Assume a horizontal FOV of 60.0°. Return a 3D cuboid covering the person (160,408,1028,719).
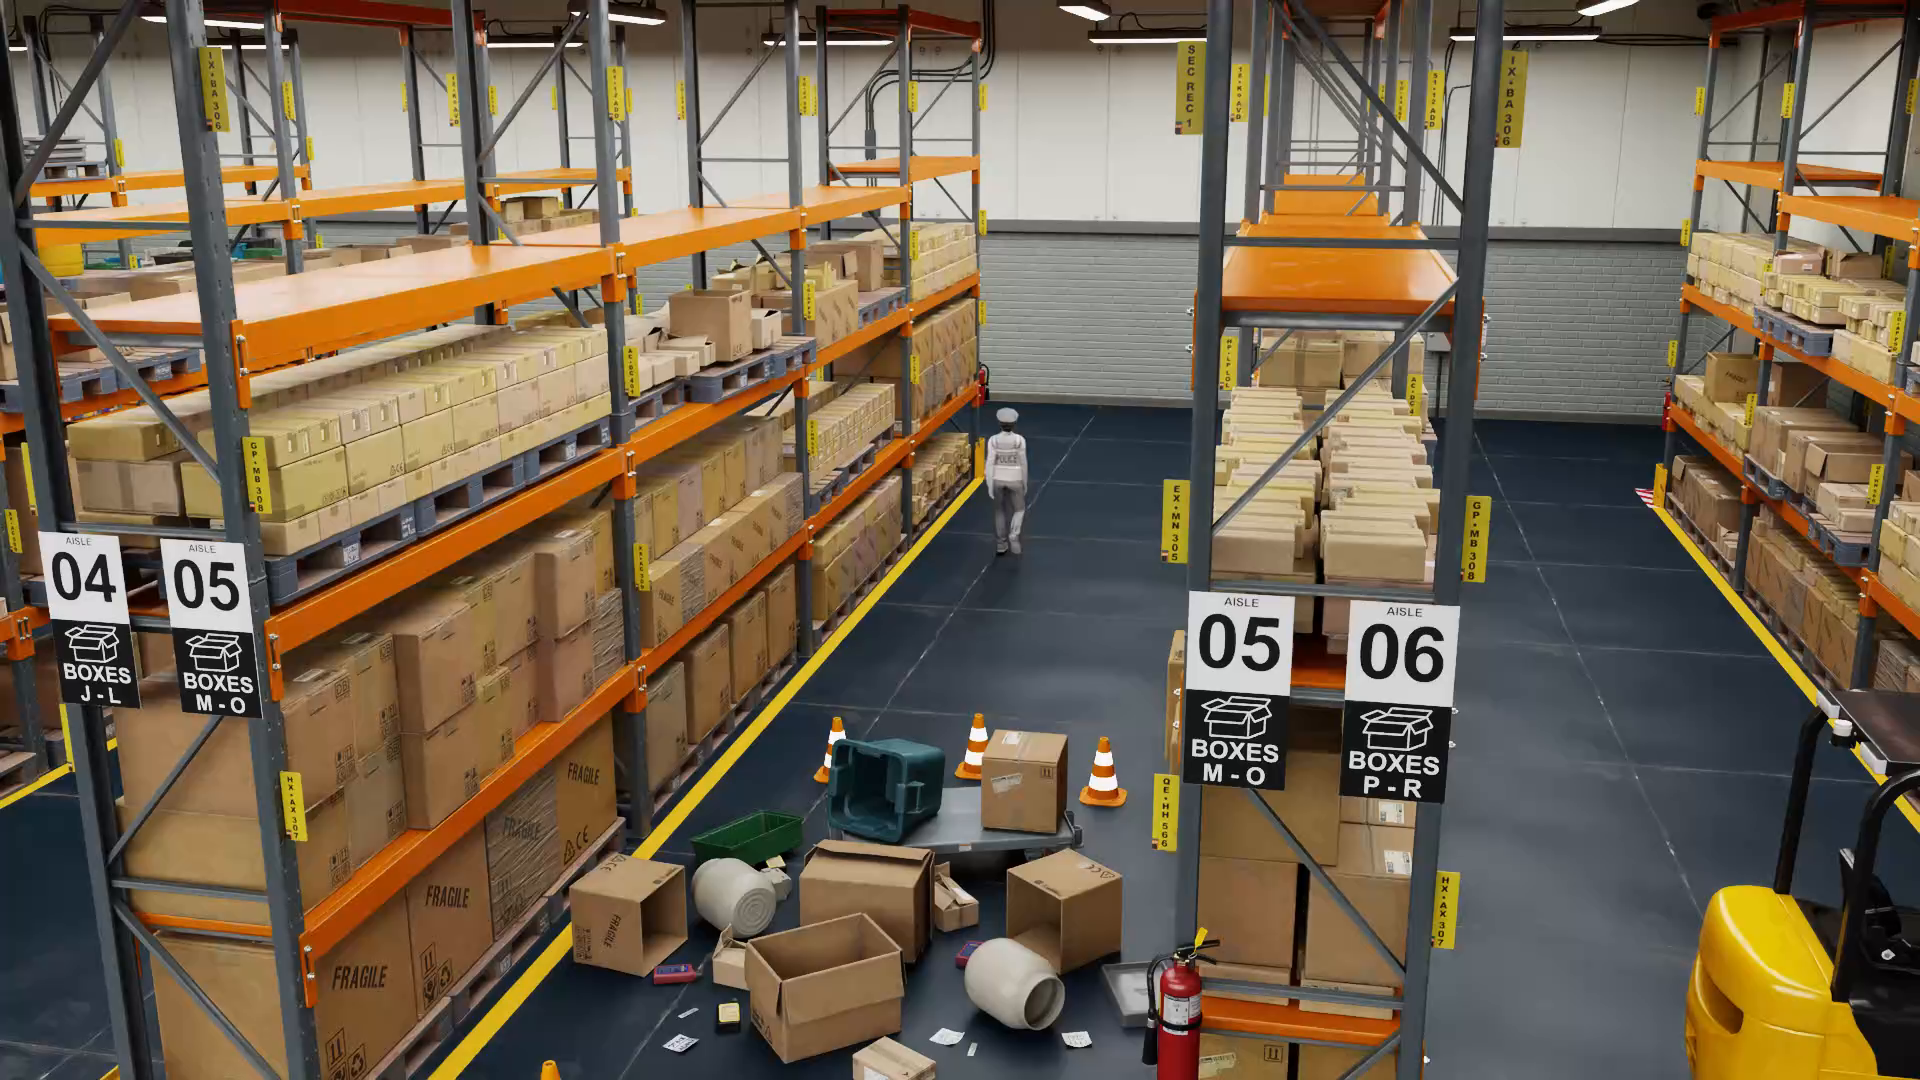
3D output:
[{"bbox_3d":[1.322,-1.463,17.253,6.510,2.360,21.563,2,15,8],"label":"person"}]
